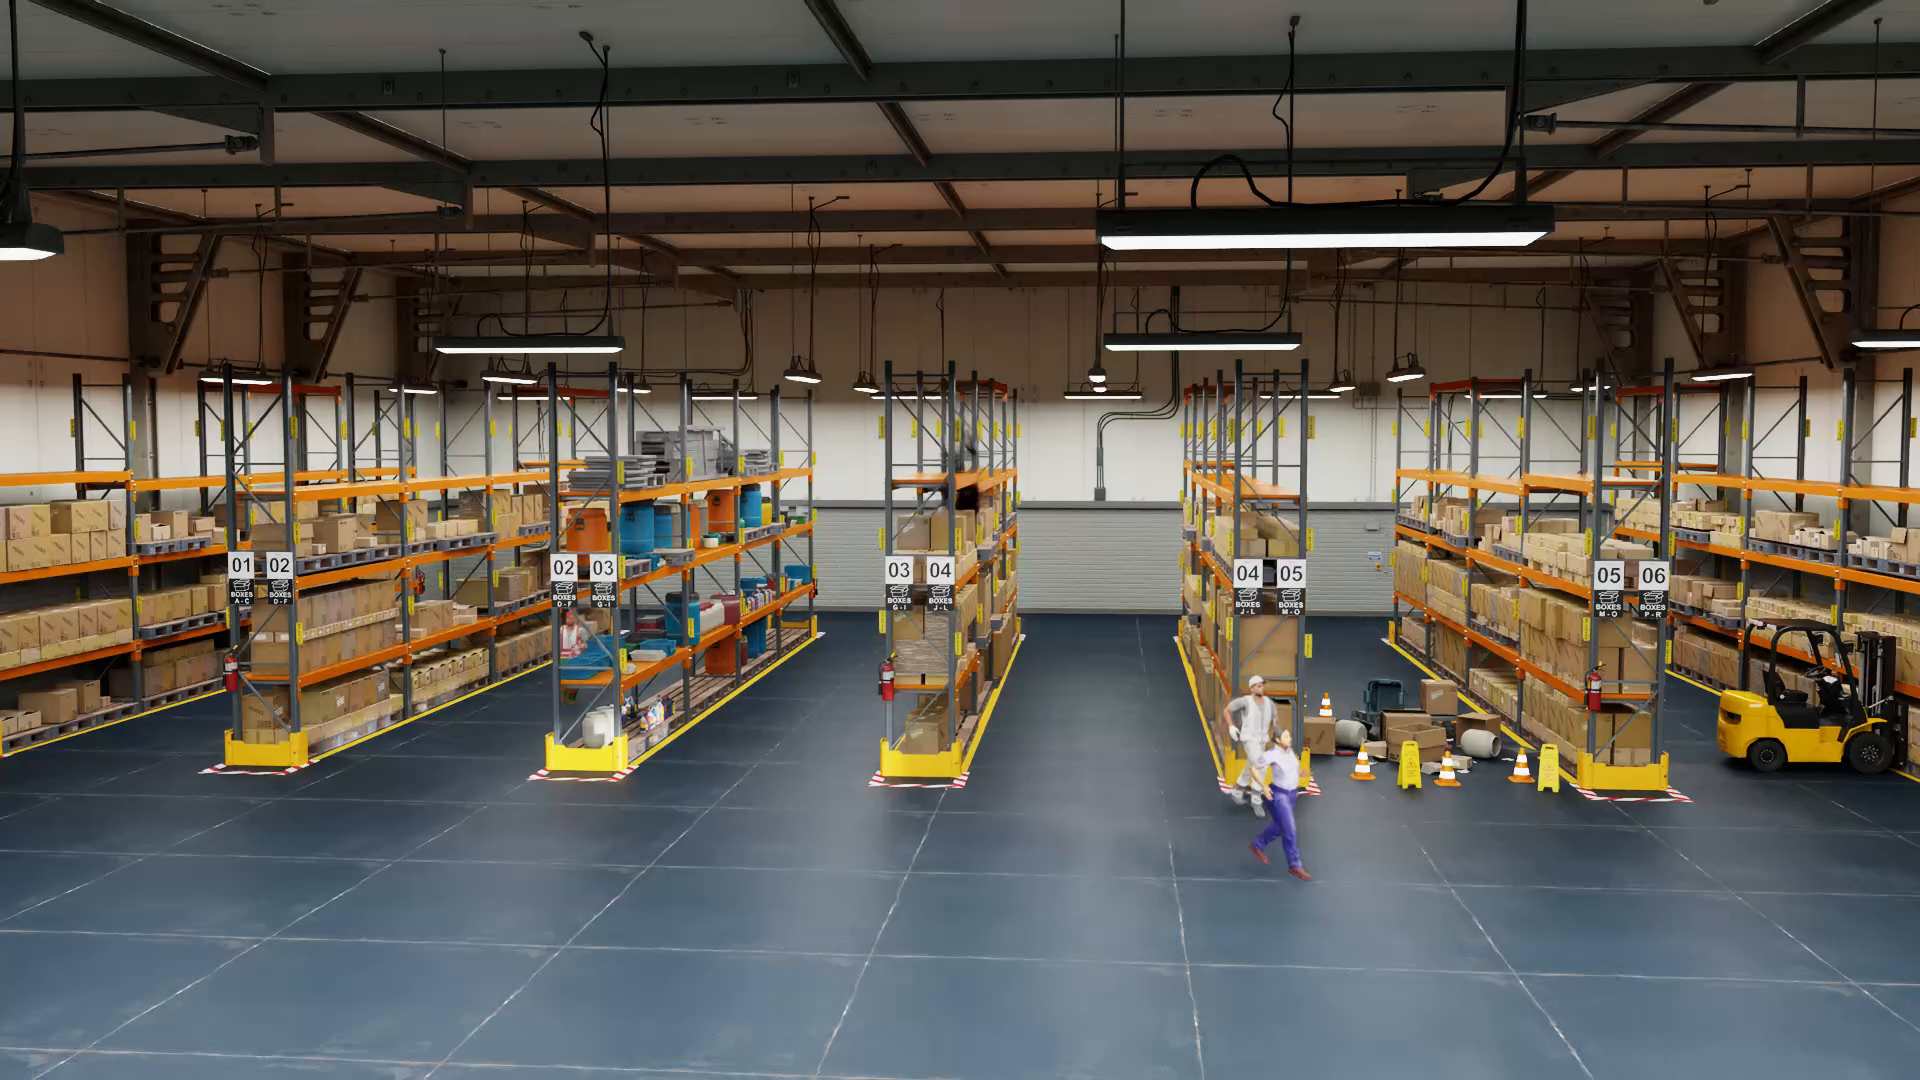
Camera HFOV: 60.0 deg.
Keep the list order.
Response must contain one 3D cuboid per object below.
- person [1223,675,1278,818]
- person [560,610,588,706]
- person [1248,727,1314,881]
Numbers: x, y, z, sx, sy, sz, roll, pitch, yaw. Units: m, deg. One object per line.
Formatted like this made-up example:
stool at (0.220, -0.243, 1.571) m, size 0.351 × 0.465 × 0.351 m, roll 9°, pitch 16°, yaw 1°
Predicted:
person at (3.856, 2.666, 21.797) m, size 0.654 × 1.806 × 0.760 m, roll -3°, pitch 5°, yaw -34°
person at (-7.031, 2.145, 29.962) m, size 0.643 × 1.743 × 0.615 m, roll -1°, pitch 4°, yaw -12°
person at (3.625, 2.930, 18.742) m, size 0.900 × 1.660 × 0.598 m, roll 3°, pitch 5°, yaw 40°
